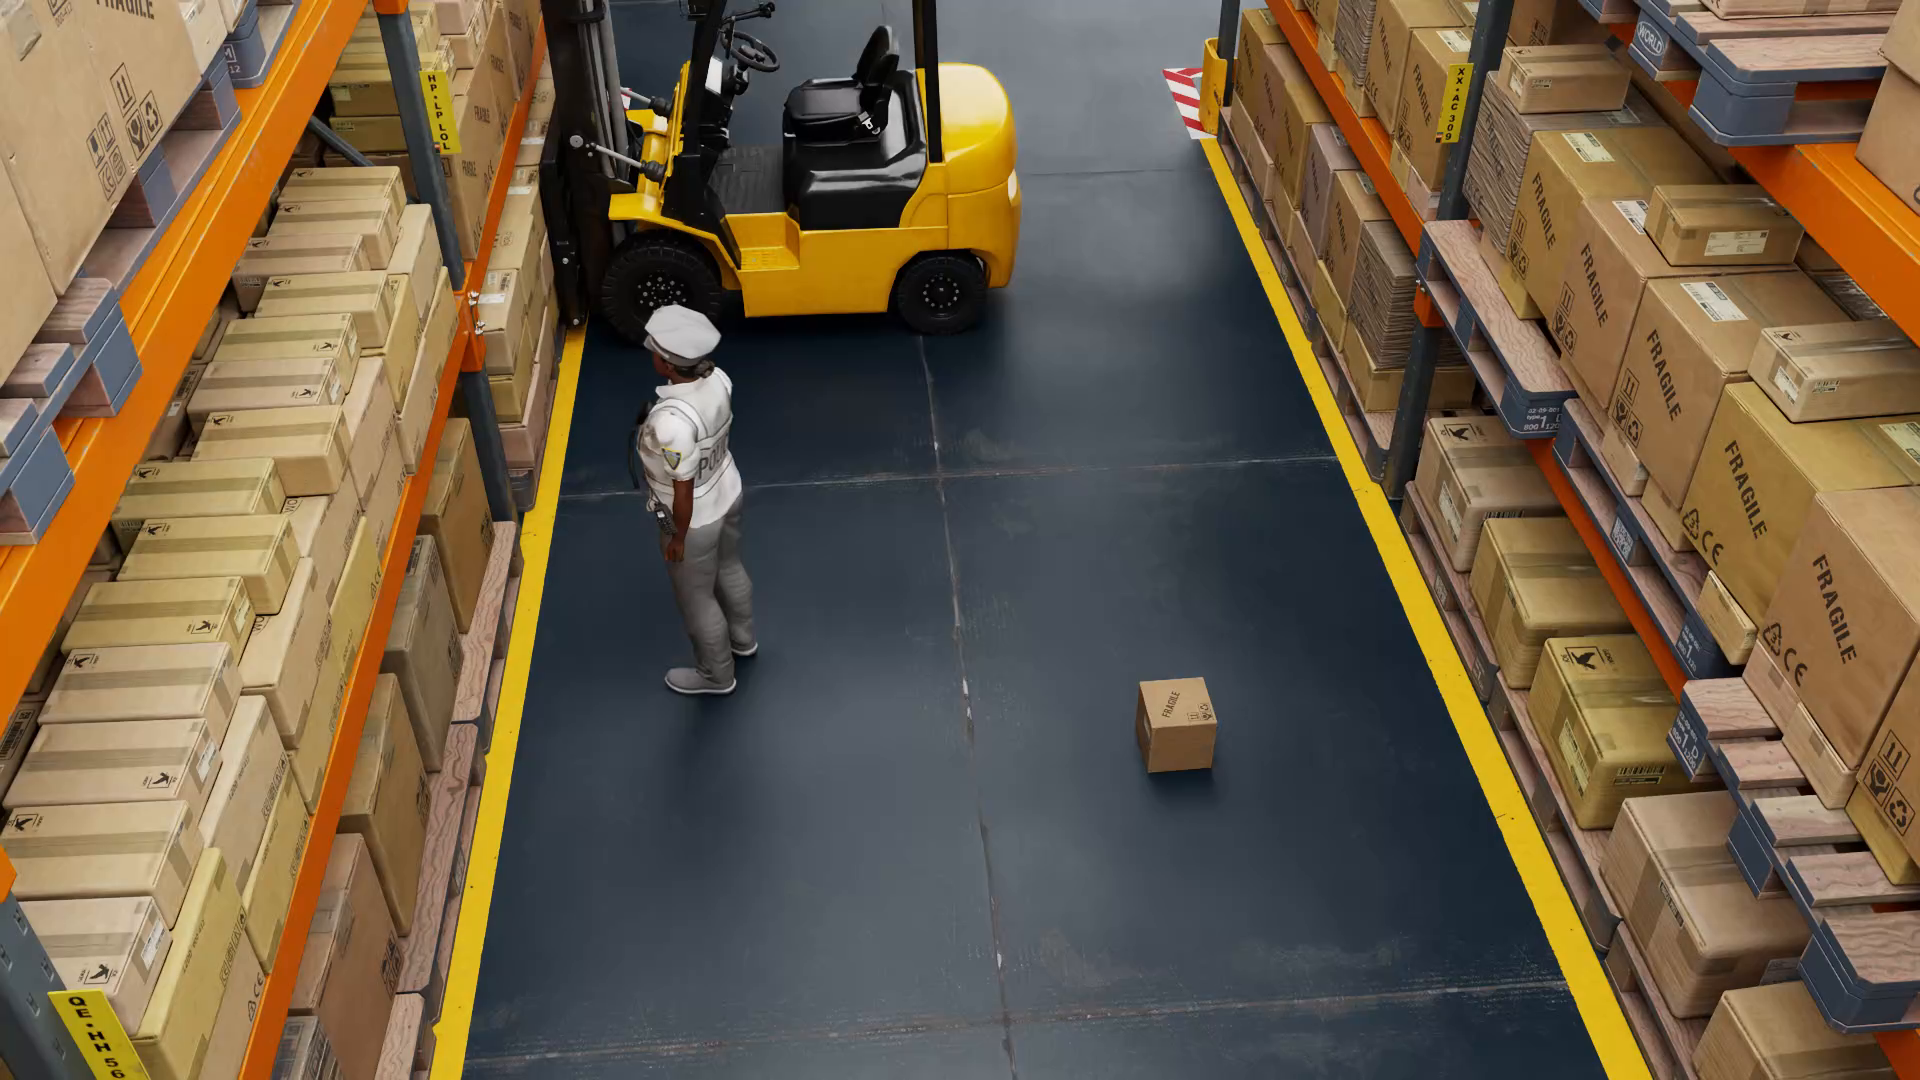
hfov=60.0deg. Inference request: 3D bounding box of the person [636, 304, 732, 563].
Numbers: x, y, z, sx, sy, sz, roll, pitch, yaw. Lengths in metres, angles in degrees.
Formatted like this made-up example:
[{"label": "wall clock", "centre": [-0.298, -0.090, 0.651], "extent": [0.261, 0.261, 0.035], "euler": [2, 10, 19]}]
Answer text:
[{"label": "person", "centre": [-0.997, -0.400, 6.060], "extent": [0.307, 0.982, 0.436], "euler": [12, 41, 14]}]
